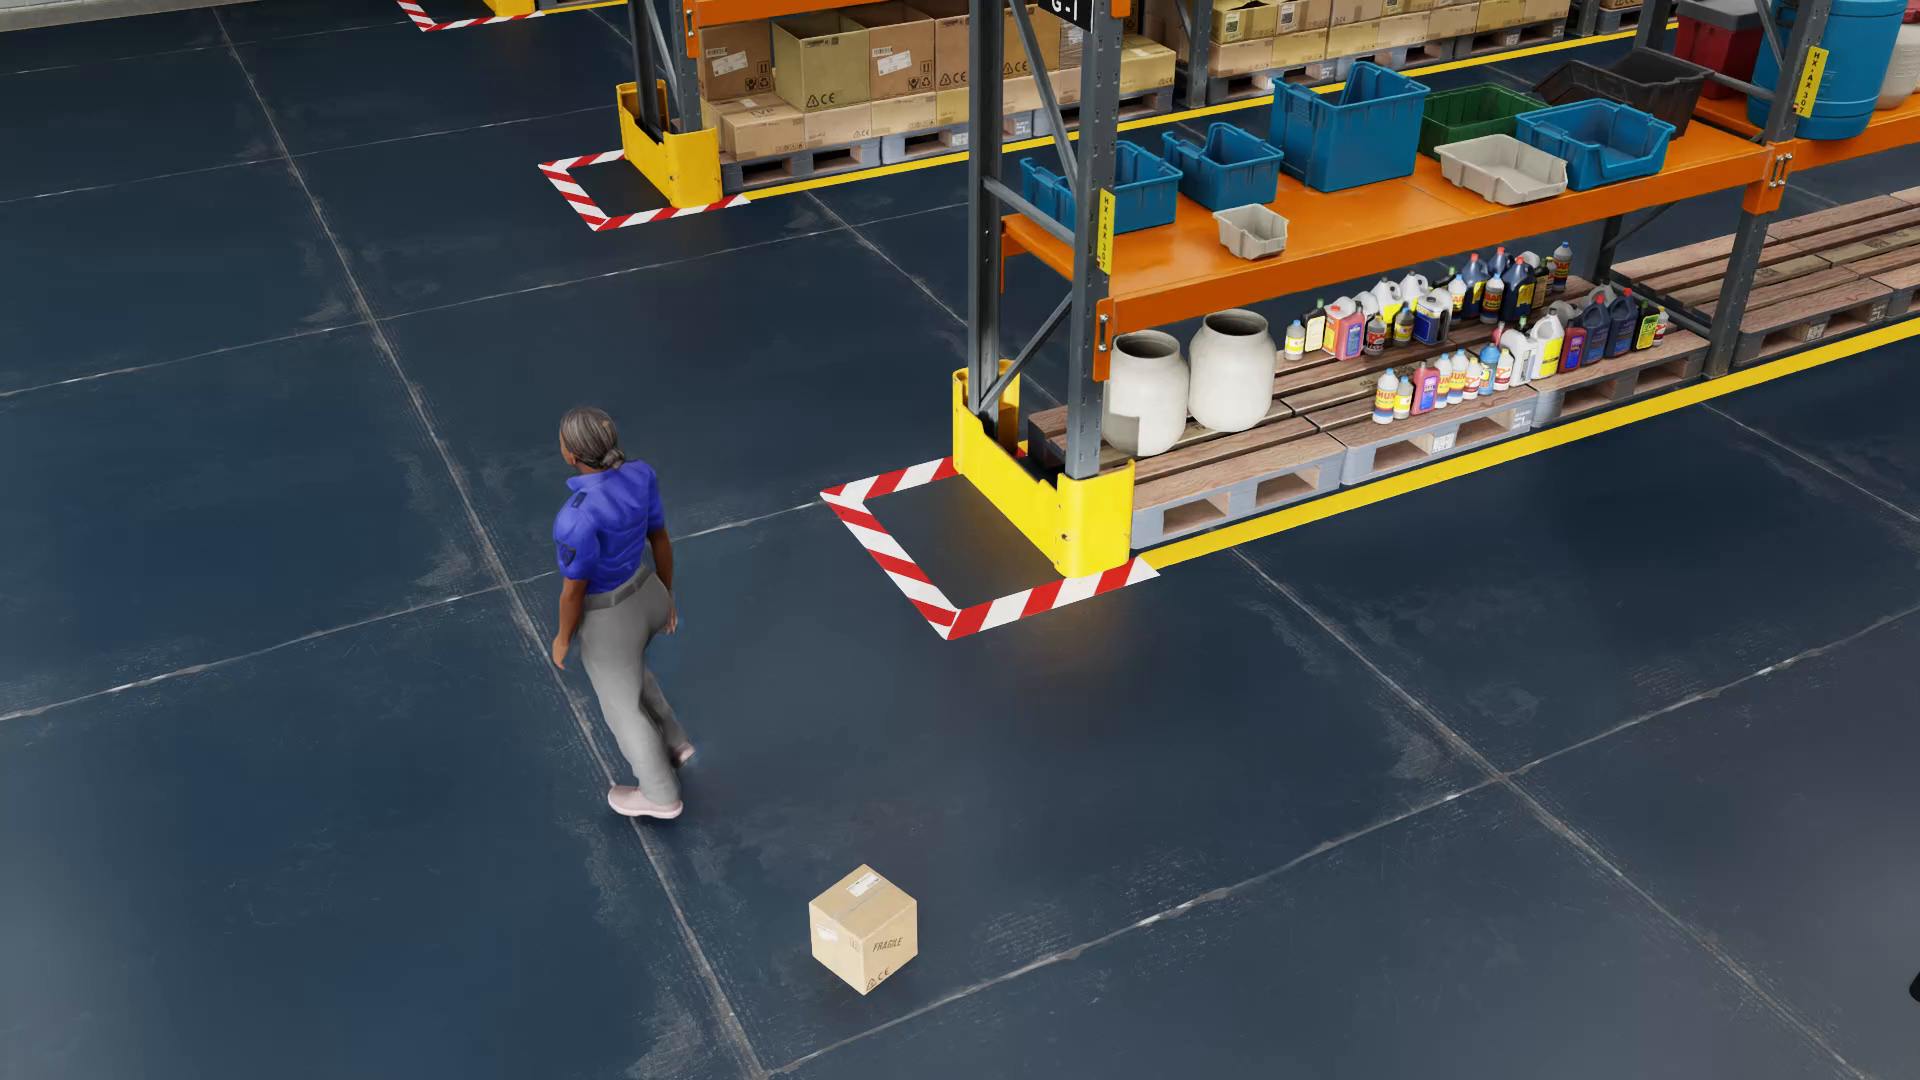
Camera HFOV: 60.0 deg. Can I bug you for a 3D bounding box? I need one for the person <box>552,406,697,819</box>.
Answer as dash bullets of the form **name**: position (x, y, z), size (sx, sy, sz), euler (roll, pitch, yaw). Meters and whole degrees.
- **person**: position (-1.197, 0.271, 5.710), size (0.422, 1.678, 0.452), euler (13, 35, 19)
